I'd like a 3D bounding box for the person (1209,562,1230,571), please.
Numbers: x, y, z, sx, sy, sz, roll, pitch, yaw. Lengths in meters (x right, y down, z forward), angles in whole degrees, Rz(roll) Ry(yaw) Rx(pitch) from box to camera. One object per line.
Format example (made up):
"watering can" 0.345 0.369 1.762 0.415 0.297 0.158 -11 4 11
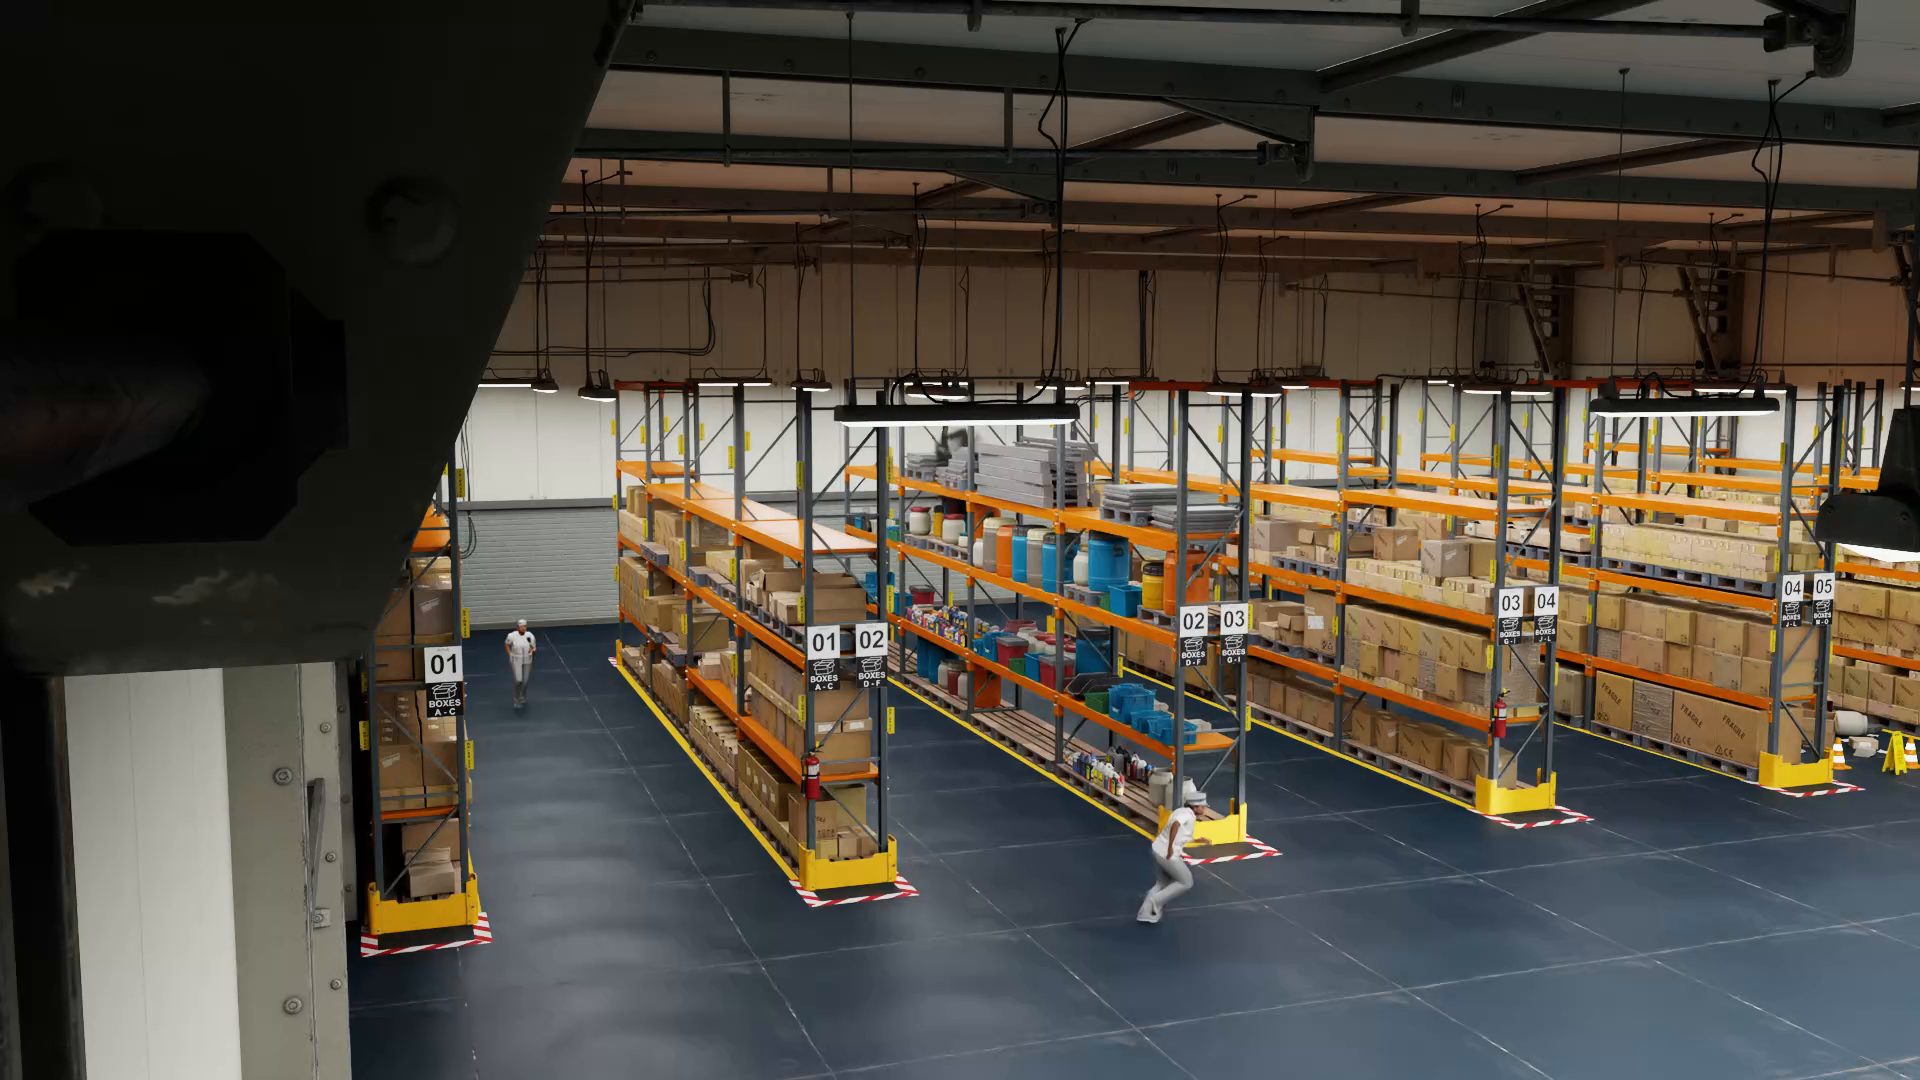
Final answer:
"person" 6.399 1.095 41.187 0.635 1.848 0.784 3 7 27

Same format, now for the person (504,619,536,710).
"person" -8.094 2.286 30.698 0.527 1.683 0.796 -3 7 -29

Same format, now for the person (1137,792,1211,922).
"person" 2.433 3.609 18.782 0.856 1.490 0.603 -1 6 -6
